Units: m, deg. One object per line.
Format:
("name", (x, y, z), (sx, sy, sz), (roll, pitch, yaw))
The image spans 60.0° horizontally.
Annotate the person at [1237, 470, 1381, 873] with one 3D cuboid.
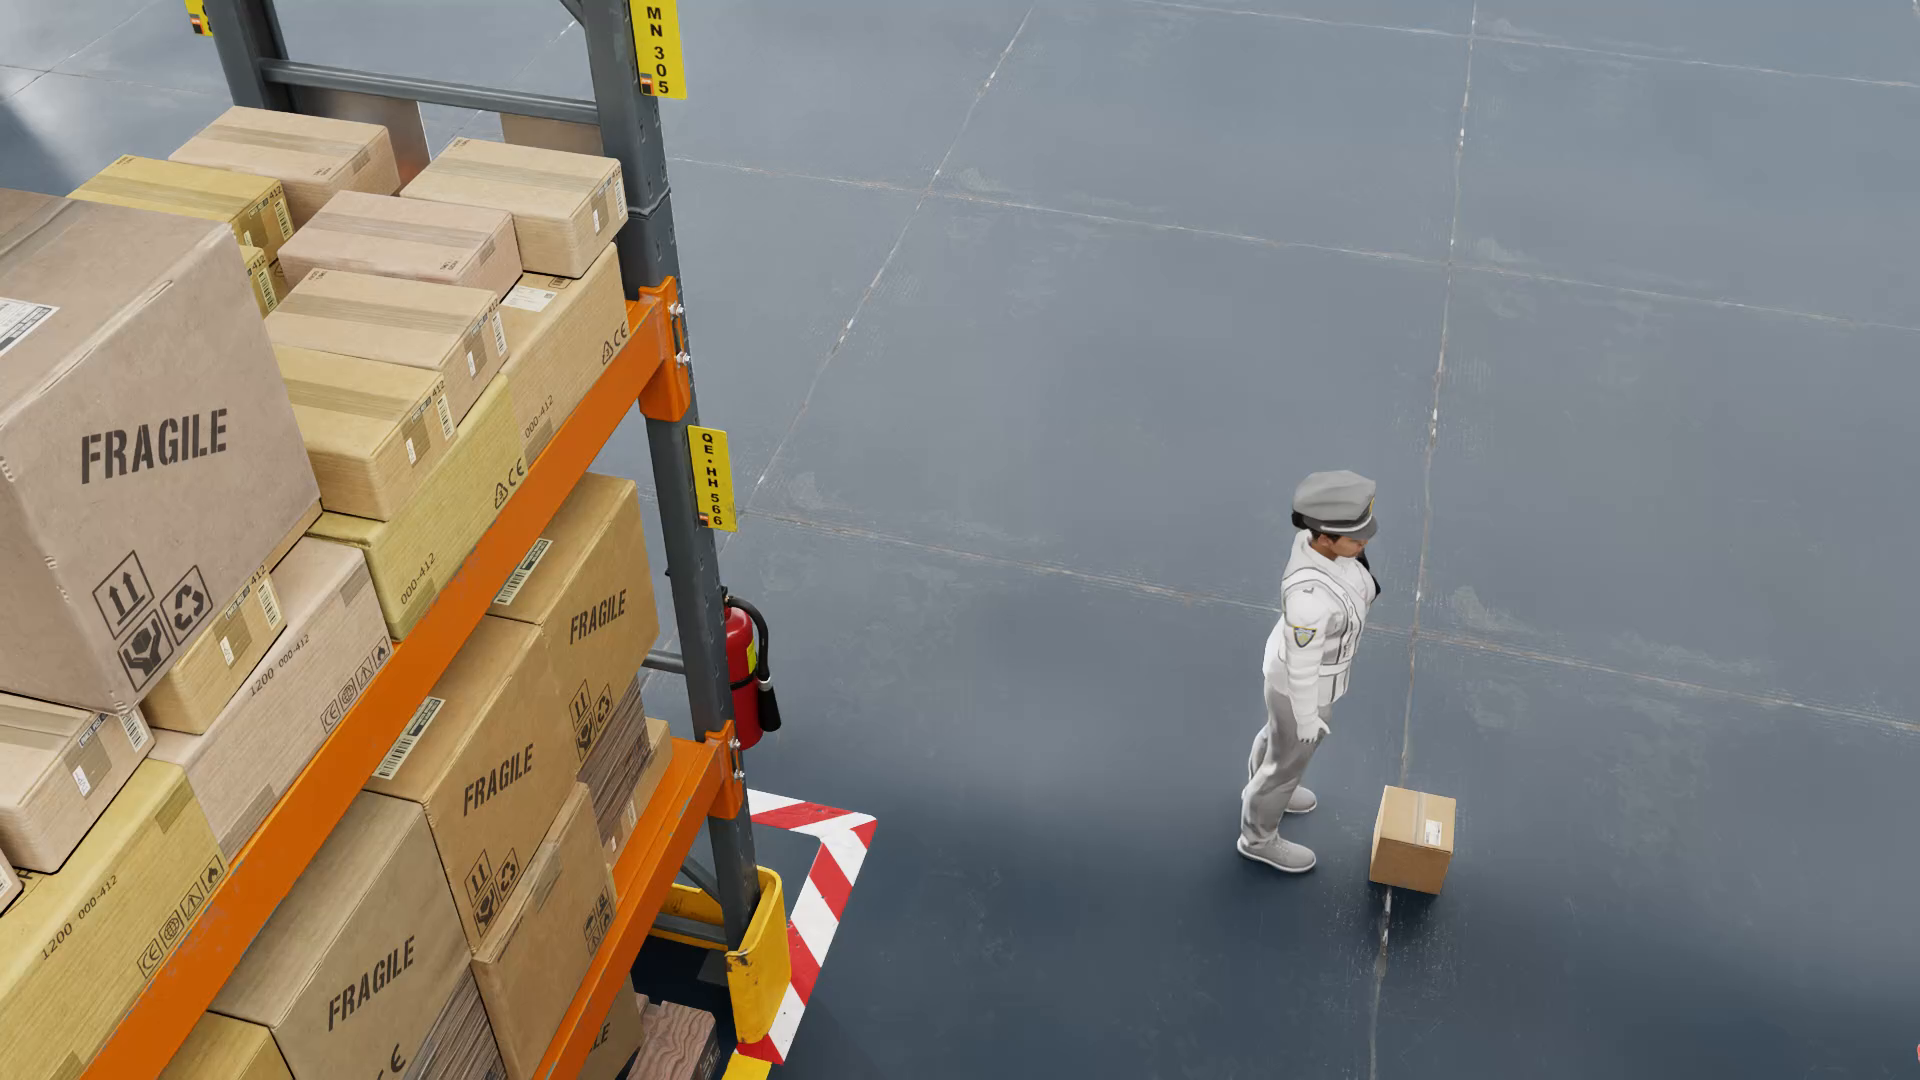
("person", (1.188, 0.464, 5.625), (0.332, 1.692, 0.491), (11, 42, 12))
